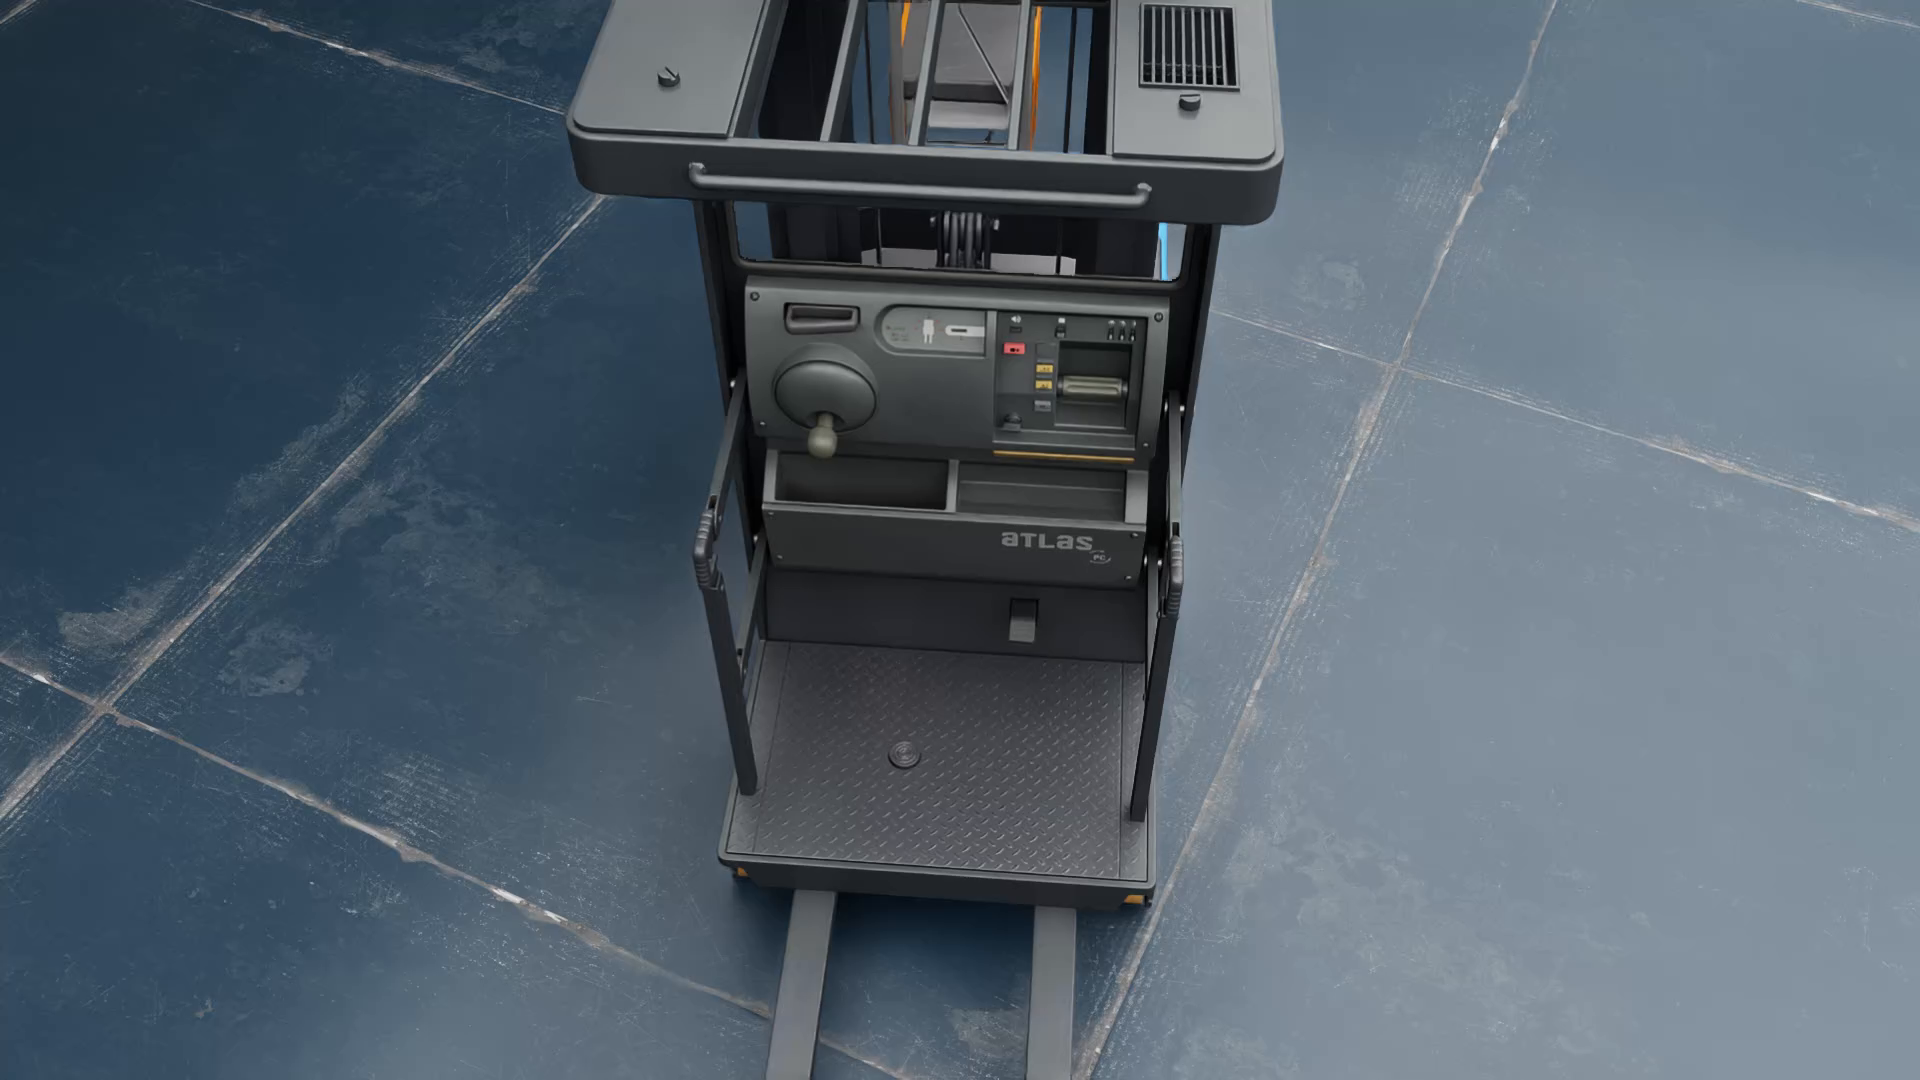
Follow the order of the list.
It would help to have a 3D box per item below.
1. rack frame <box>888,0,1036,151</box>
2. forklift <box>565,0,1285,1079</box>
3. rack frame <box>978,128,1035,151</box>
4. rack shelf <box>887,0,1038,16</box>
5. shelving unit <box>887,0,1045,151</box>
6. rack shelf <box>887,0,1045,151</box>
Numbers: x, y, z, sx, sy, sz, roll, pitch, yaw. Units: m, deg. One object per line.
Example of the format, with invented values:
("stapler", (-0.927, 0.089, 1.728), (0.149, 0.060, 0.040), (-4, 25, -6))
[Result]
("rack frame", (0.005, -1.157, 4.856), (0.400, 2.100, 0.015), (3, 50, 3))
("forklift", (-0.026, -0.260, 3.547), (1.130, 2.935, 3.031), (3, 50, 3))
("rack frame", (0.043, -1.528, 5.171), (0.400, 2.100, 0.015), (3, 50, 3))
("rack shelf", (0.024, -1.787, 4.491), (0.431, 0.518, 0.480), (3, 50, 3))
("shelving unit", (0.024, -1.343, 5.014), (0.431, 2.100, 0.503), (3, 50, 3))
("rack shelf", (0.024, -1.334, 5.024), (0.431, 0.518, 0.480), (3, 50, 3))
